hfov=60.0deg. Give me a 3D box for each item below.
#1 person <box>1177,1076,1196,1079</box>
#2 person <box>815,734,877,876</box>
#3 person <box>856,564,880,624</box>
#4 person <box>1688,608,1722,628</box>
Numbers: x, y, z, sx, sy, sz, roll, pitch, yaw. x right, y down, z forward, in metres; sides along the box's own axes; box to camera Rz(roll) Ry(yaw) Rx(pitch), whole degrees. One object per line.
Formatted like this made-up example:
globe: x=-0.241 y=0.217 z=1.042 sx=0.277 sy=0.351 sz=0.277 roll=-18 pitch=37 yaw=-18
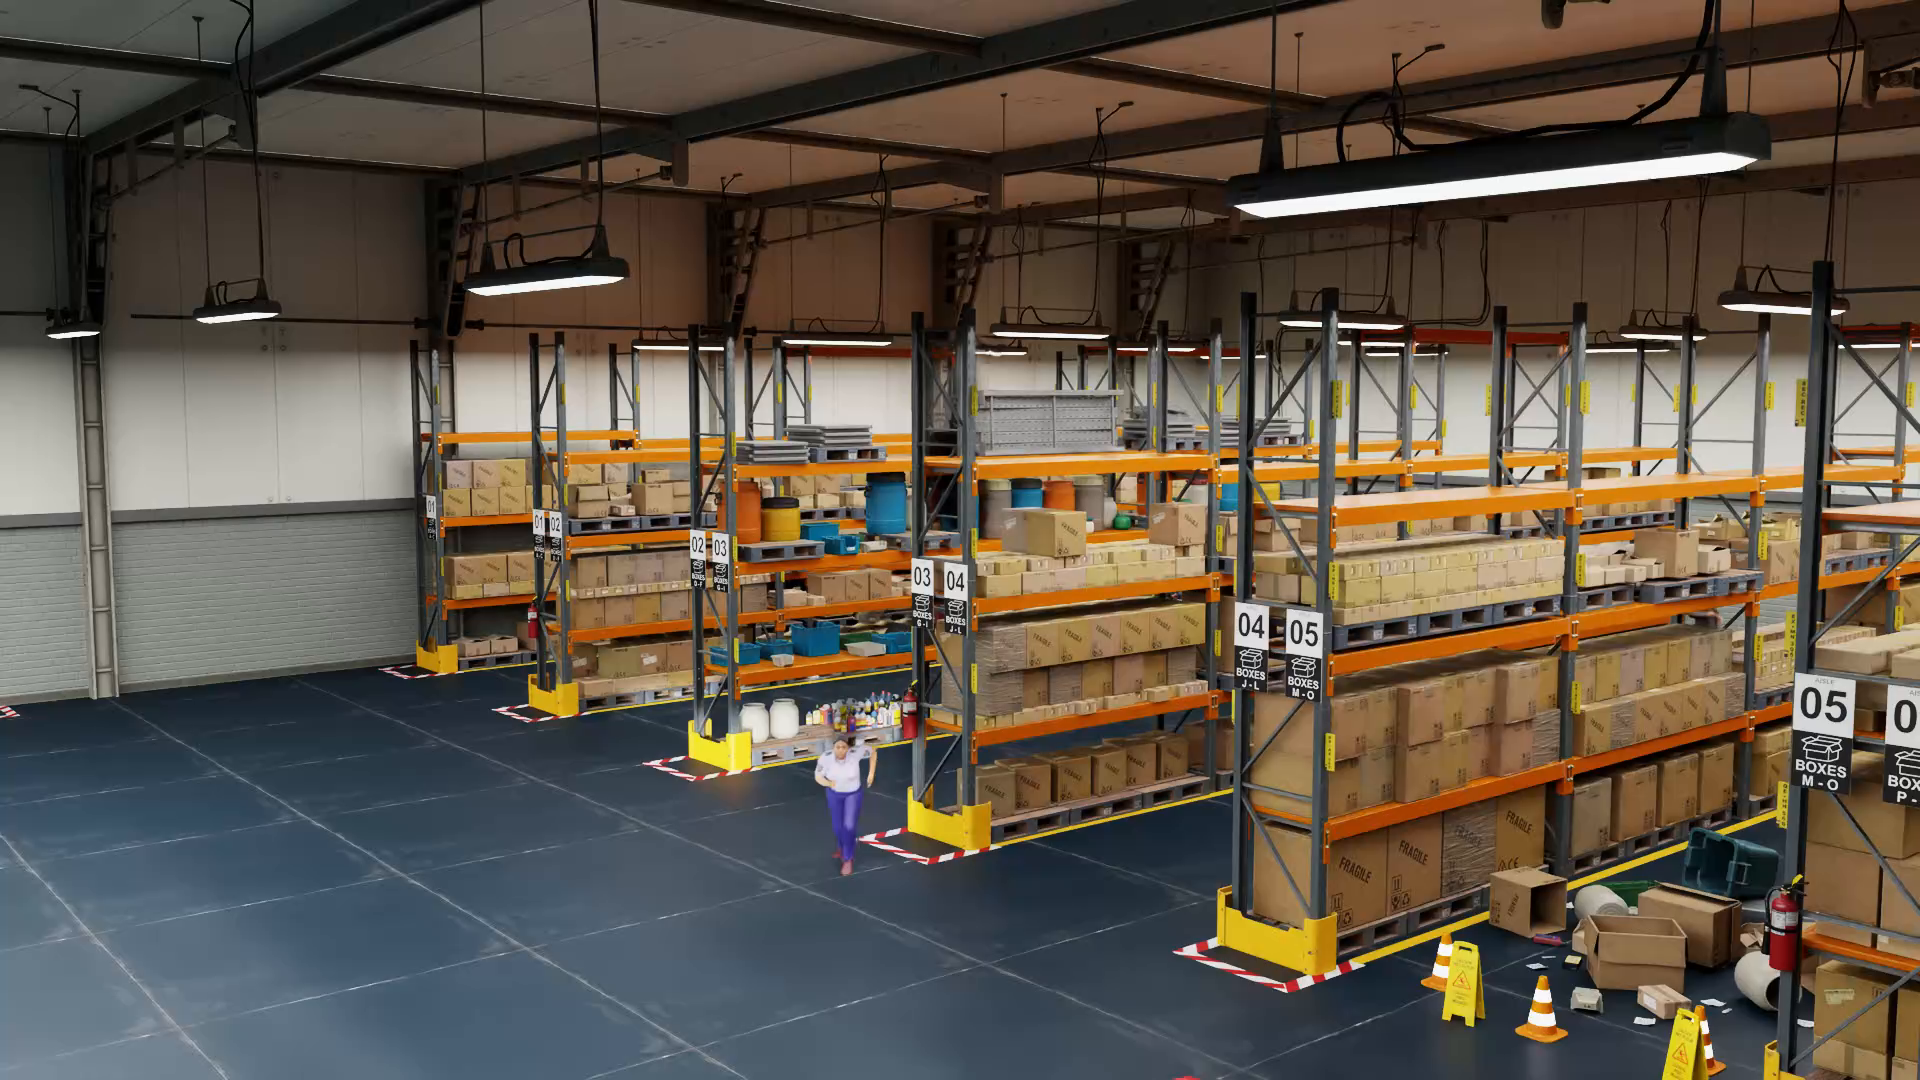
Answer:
person: x=1.165 y=3.502 z=8.311 sx=0.697 sy=1.746 sz=0.808 roll=0 pitch=5 yaw=5
person: x=-1.212 y=2.784 z=17.753 sx=0.645 sy=1.582 sz=0.957 roll=0 pitch=5 yaw=1
person: x=-1.860 y=1.235 z=33.531 sx=0.578 sy=1.691 sz=0.681 roll=-5 pitch=7 yaw=-42
person: x=13.104 y=1.583 z=29.247 sx=0.718 sy=1.756 sz=1.066 roll=-2 pitch=6 yaw=-17
